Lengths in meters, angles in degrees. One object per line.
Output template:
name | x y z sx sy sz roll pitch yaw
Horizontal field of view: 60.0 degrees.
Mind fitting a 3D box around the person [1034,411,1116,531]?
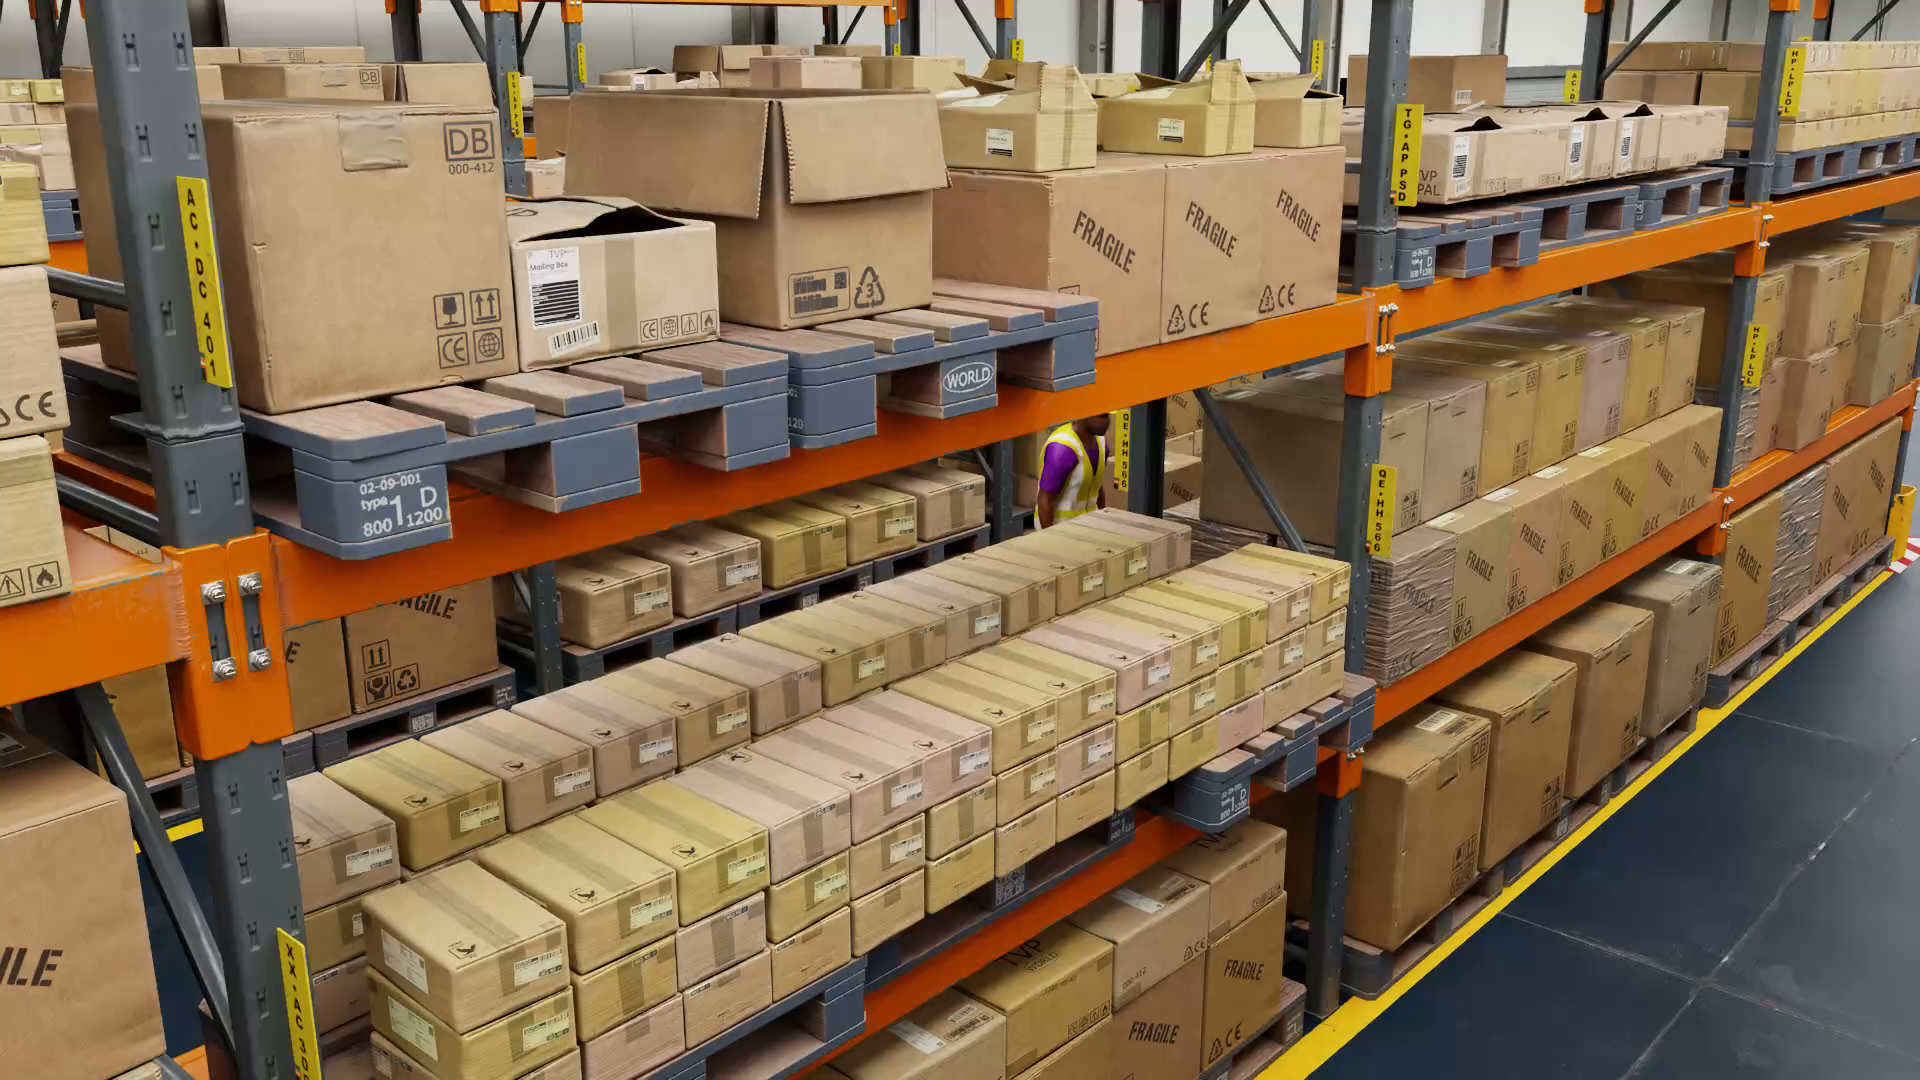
person | 0.687 -0.026 9.687 0.471 1.805 0.632 13 21 36
